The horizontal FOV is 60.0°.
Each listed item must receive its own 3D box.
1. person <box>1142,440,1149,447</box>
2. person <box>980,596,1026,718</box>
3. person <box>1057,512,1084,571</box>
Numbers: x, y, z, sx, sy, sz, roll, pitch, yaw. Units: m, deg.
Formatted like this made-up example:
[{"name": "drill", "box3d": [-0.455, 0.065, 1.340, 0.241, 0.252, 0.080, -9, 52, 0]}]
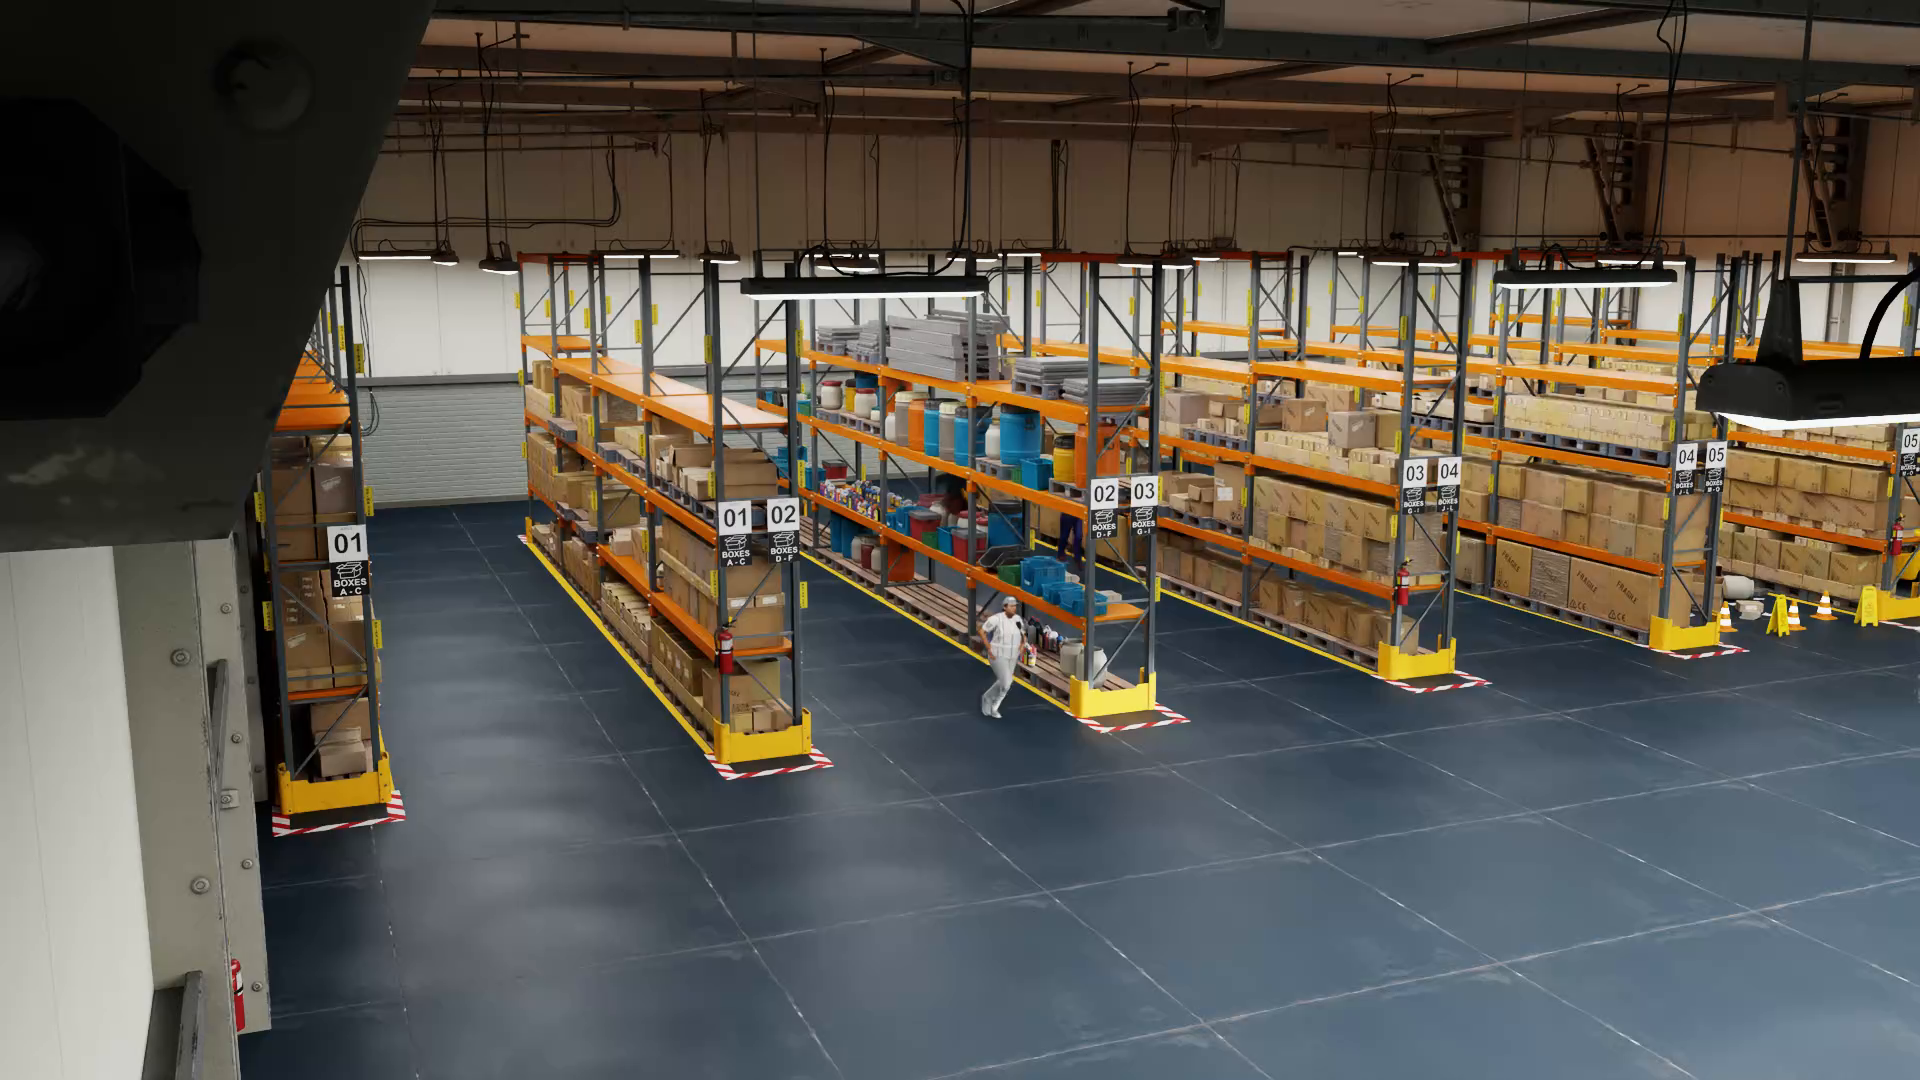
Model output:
[{"name": "person", "box3d": [4.736, -2.036, 41.261, 0.794, 1.848, 0.670, -8, 13, -39]}, {"name": "person", "box3d": [0.615, 1.557, 22.080, 0.643, 1.619, 0.529, -7, 13, -34]}, {"name": "person", "box3d": [2.077, -0.324, 30.920, 0.604, 1.764, 0.686, -5, 11, -23]}]
